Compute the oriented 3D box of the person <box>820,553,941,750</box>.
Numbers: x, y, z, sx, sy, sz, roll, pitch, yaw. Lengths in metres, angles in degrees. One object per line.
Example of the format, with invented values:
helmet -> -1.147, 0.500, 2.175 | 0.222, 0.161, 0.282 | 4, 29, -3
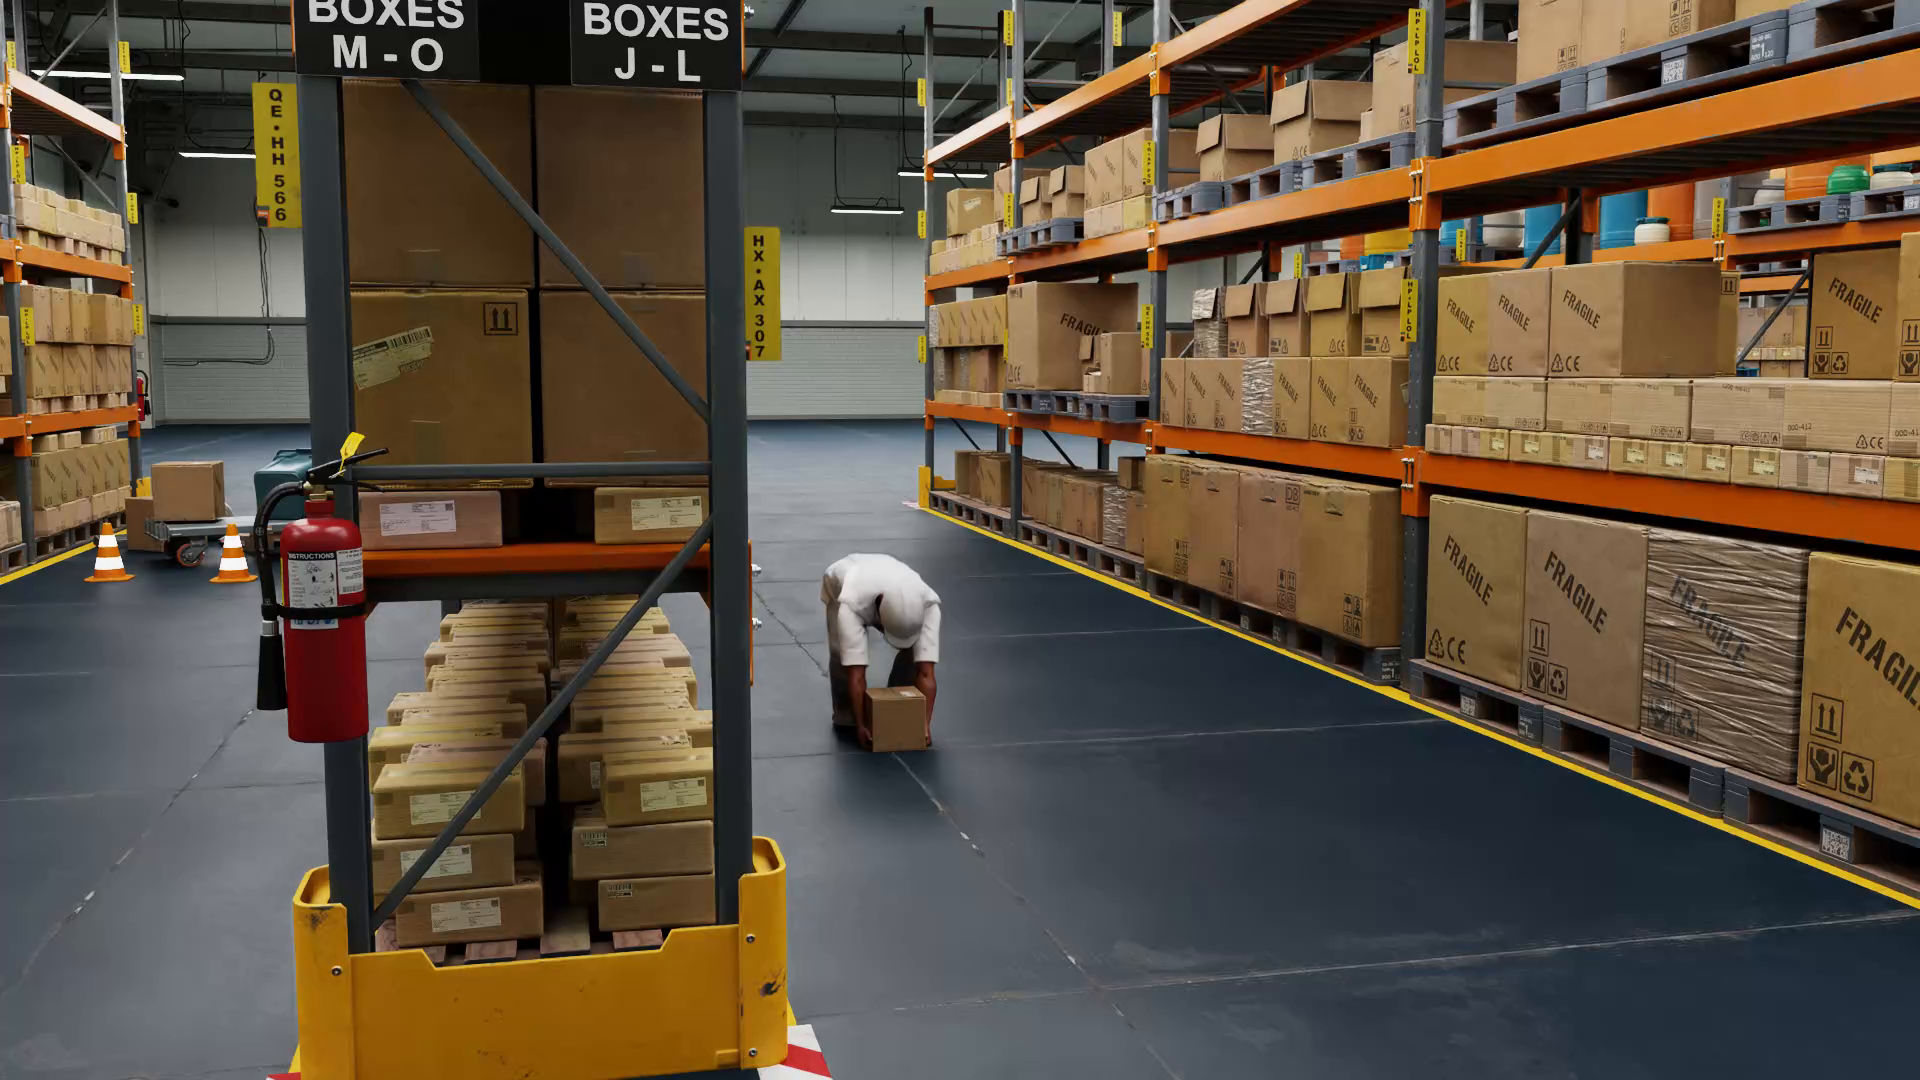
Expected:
person -> -0.372, 0.511, 7.980 | 0.517, 0.862, 0.980 | -2, 6, -16
